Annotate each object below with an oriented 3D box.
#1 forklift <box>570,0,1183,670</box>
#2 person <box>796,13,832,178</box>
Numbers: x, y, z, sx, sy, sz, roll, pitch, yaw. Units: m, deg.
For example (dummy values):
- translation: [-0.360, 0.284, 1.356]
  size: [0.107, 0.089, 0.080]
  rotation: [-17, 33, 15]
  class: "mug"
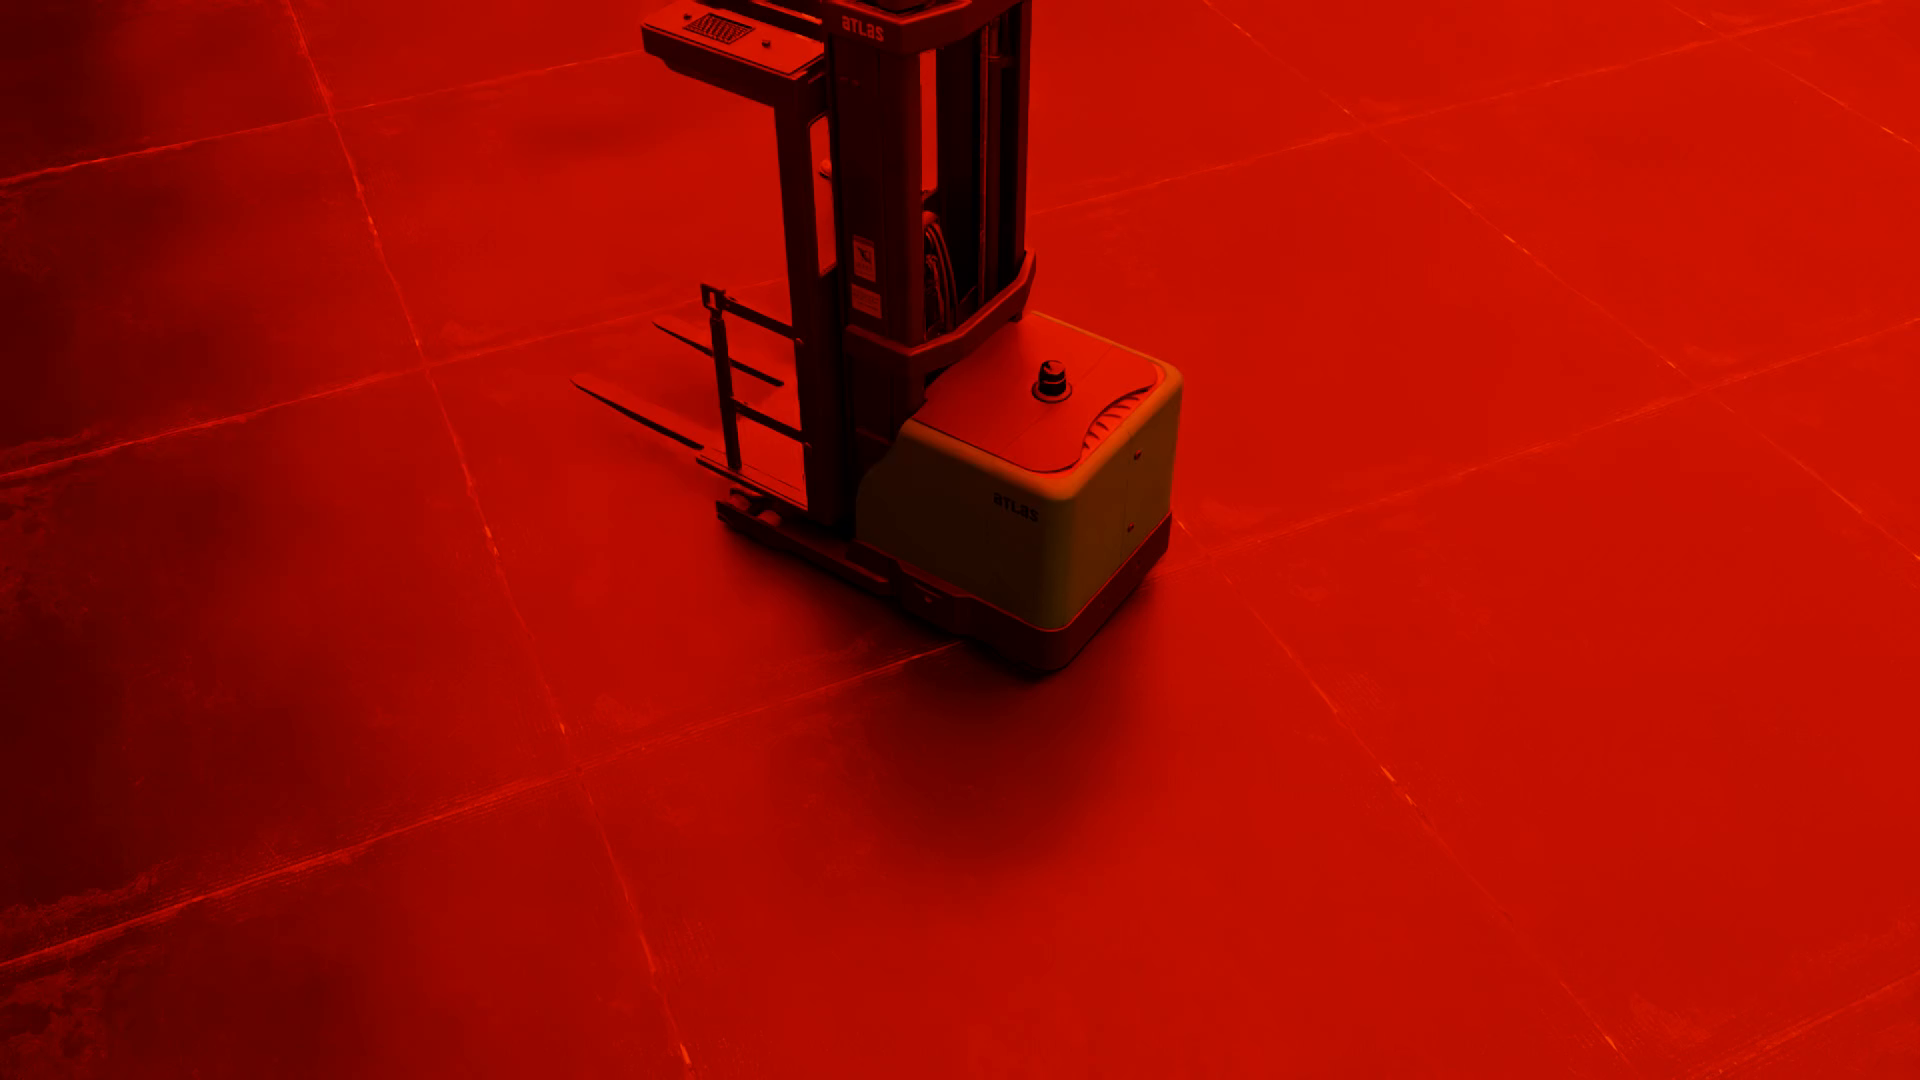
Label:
- translation: [-0.537, -1.317, 7.092]
  size: [3.031, 2.935, 1.130]
  rotation: [25, 49, 25]
  class: "forklift"
- translation: [-0.733, -2.861, 9.642]
  size: [0.586, 1.695, 0.533]
  rotation: [-25, 48, -24]
  class: "person"
